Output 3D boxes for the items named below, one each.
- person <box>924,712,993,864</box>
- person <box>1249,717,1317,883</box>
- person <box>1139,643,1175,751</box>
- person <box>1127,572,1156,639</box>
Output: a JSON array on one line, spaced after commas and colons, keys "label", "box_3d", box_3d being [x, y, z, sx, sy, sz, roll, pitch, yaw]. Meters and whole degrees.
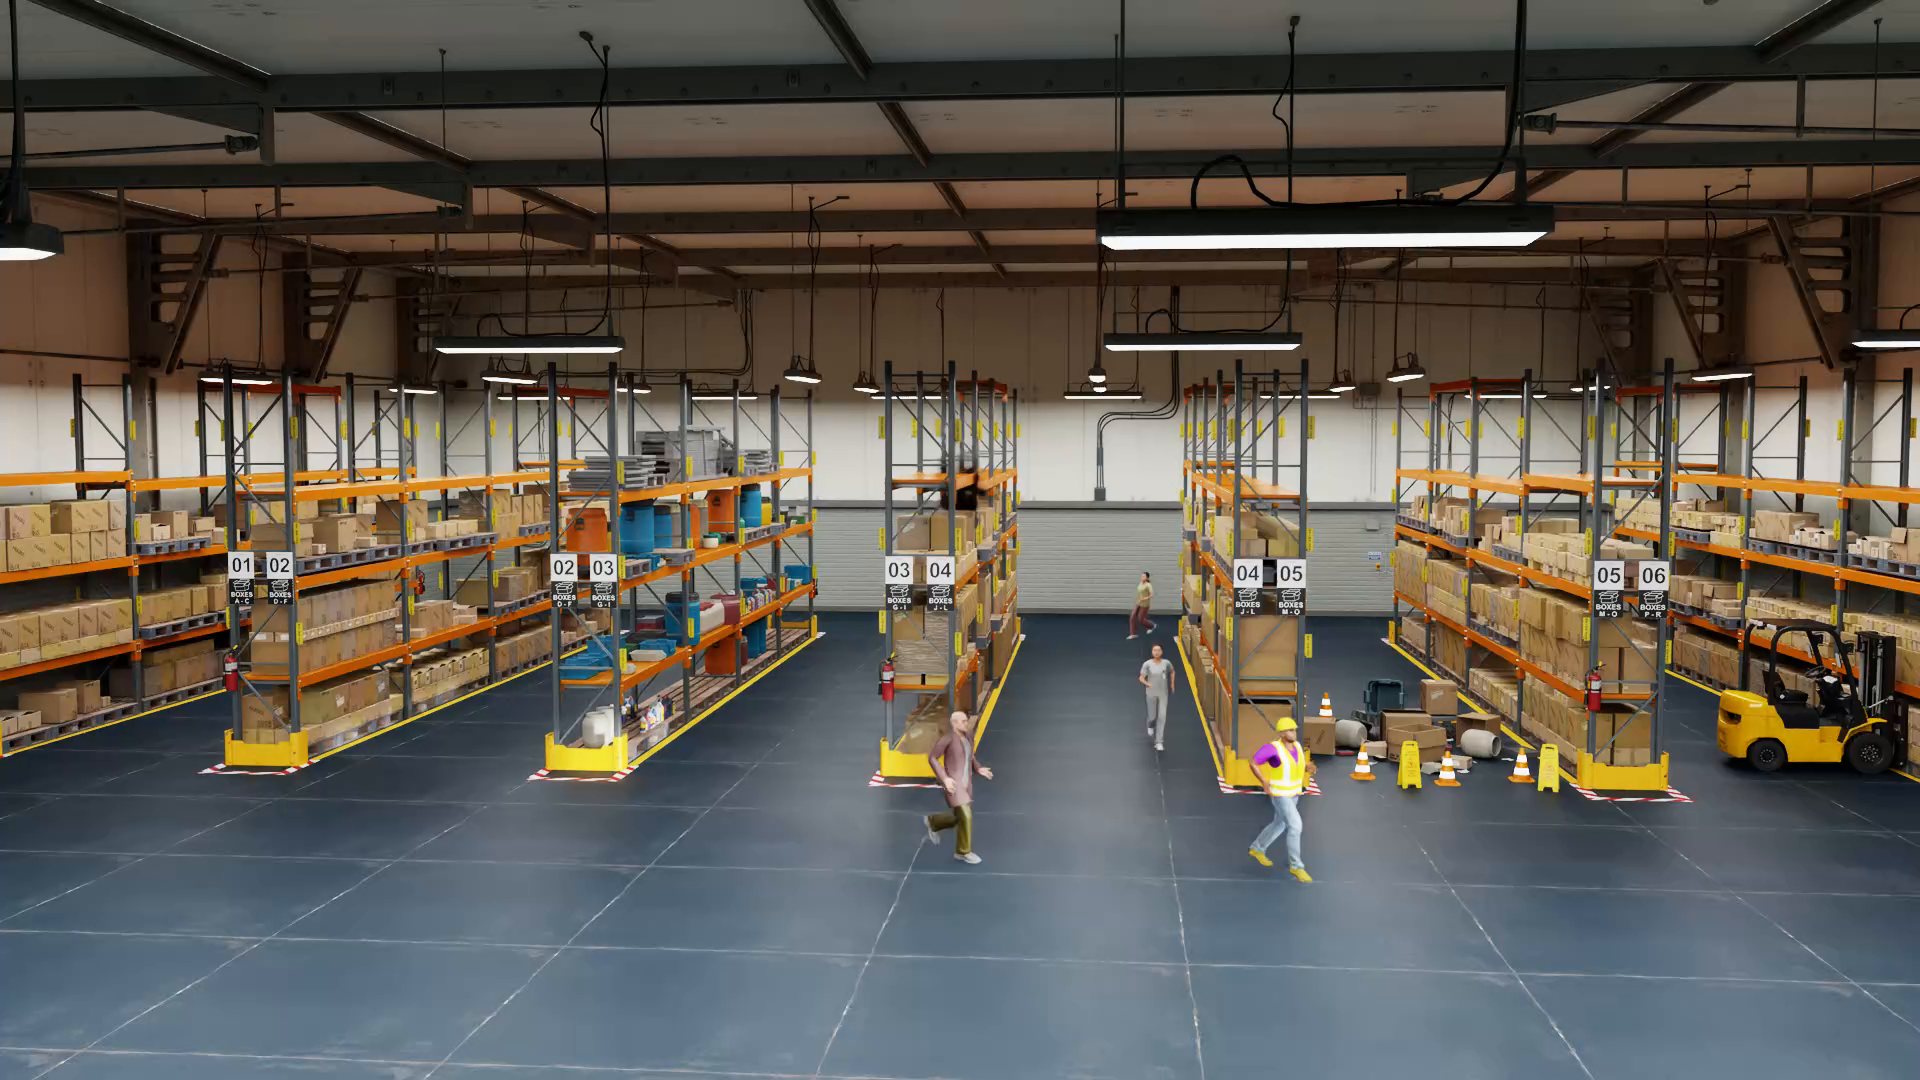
[{"label": "person", "box_3d": [-0.115, 2.861, 19.428, 0.876, 1.750, 0.693, 3, 5, 35]}, {"label": "person", "box_3d": [3.657, 2.888, 18.743, 0.866, 1.811, 0.671, 3, 5, 42]}, {"label": "person", "box_3d": [3.121, 2.447, 26.275, 0.567, 1.633, 0.970, 0, 4, 1]}, {"label": "person", "box_3d": [4.453, 1.582, 39.980, 0.798, 1.639, 0.617, -2, 4, -31]}]
